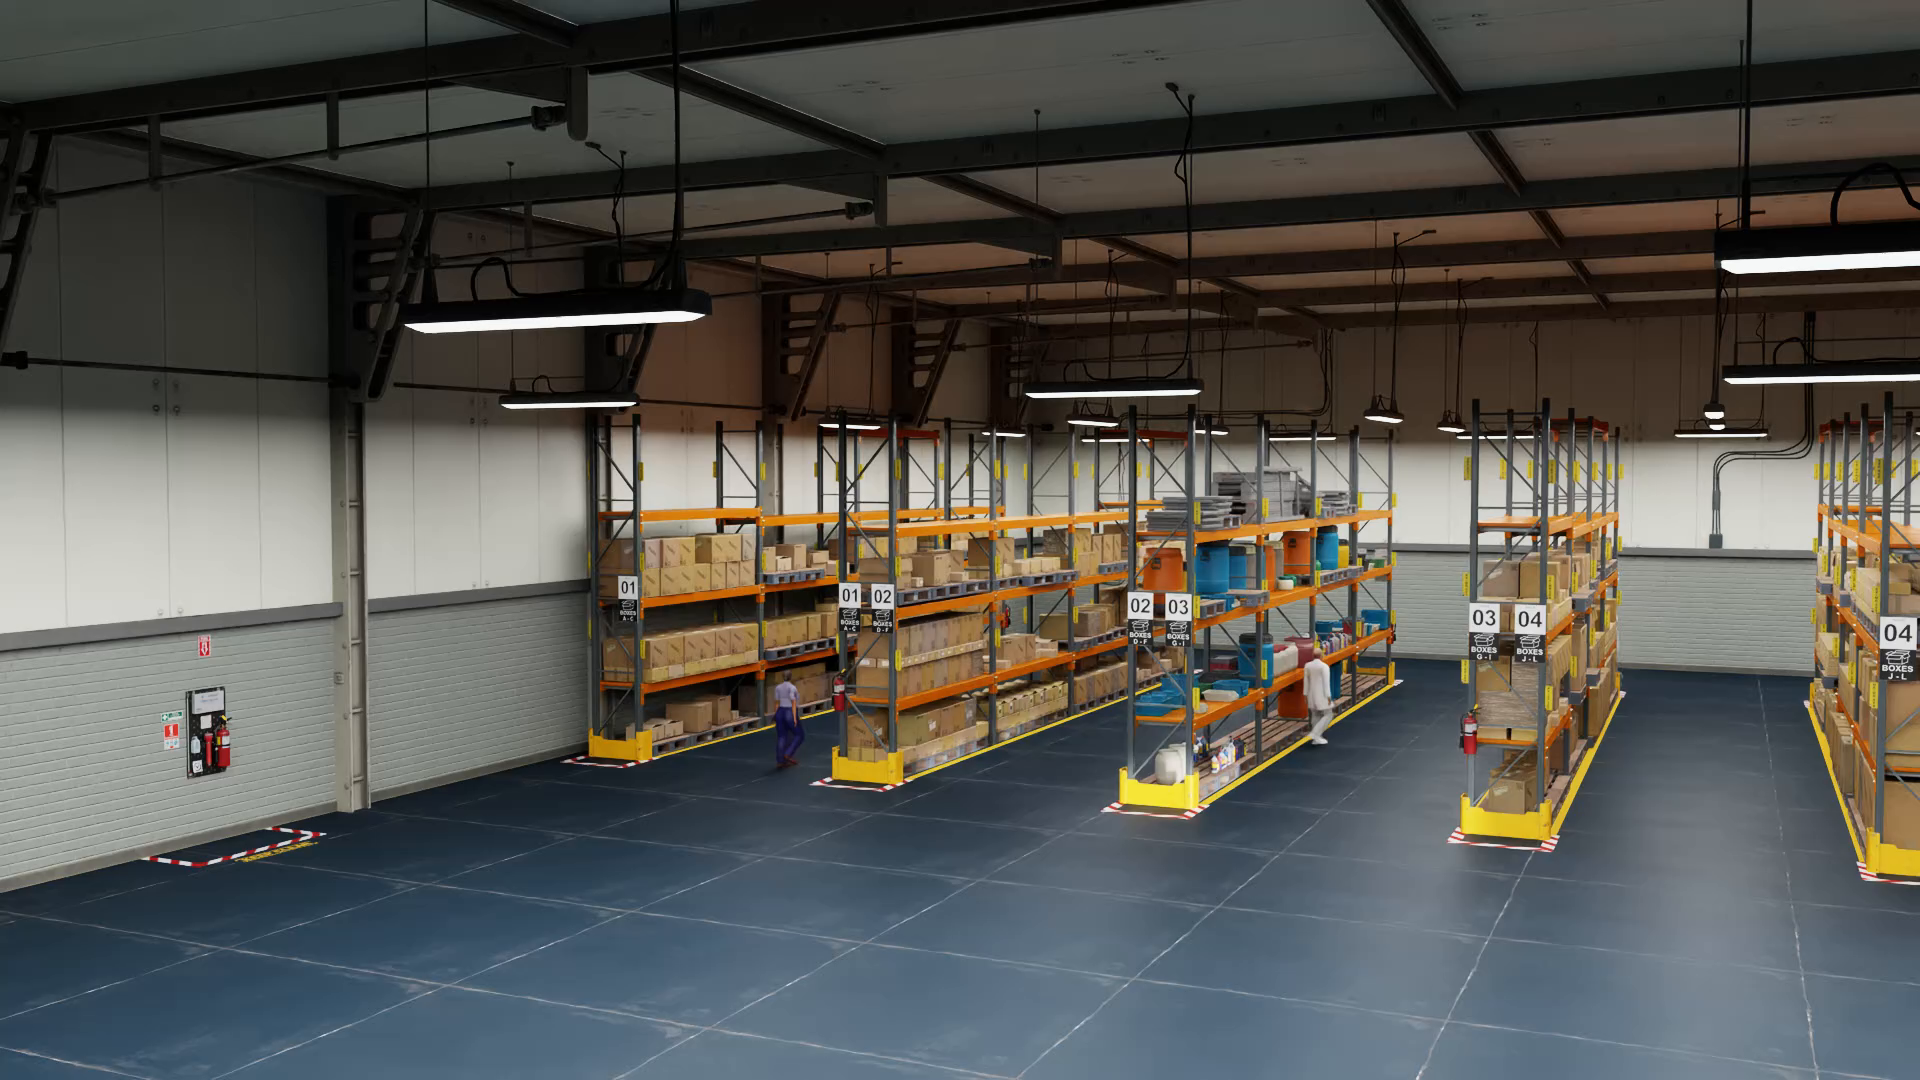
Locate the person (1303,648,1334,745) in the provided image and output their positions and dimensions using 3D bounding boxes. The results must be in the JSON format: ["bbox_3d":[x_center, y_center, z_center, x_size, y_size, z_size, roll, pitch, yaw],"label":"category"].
[{"bbox_3d":[6.527,2.865,30.440,0.596,1.777,0.628,-2,3,-40],"label":"person"}]

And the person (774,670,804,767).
[{"bbox_3d":[-2.934,3.019,28.146,0.539,1.638,0.462,2,3,33],"label":"person"}]
